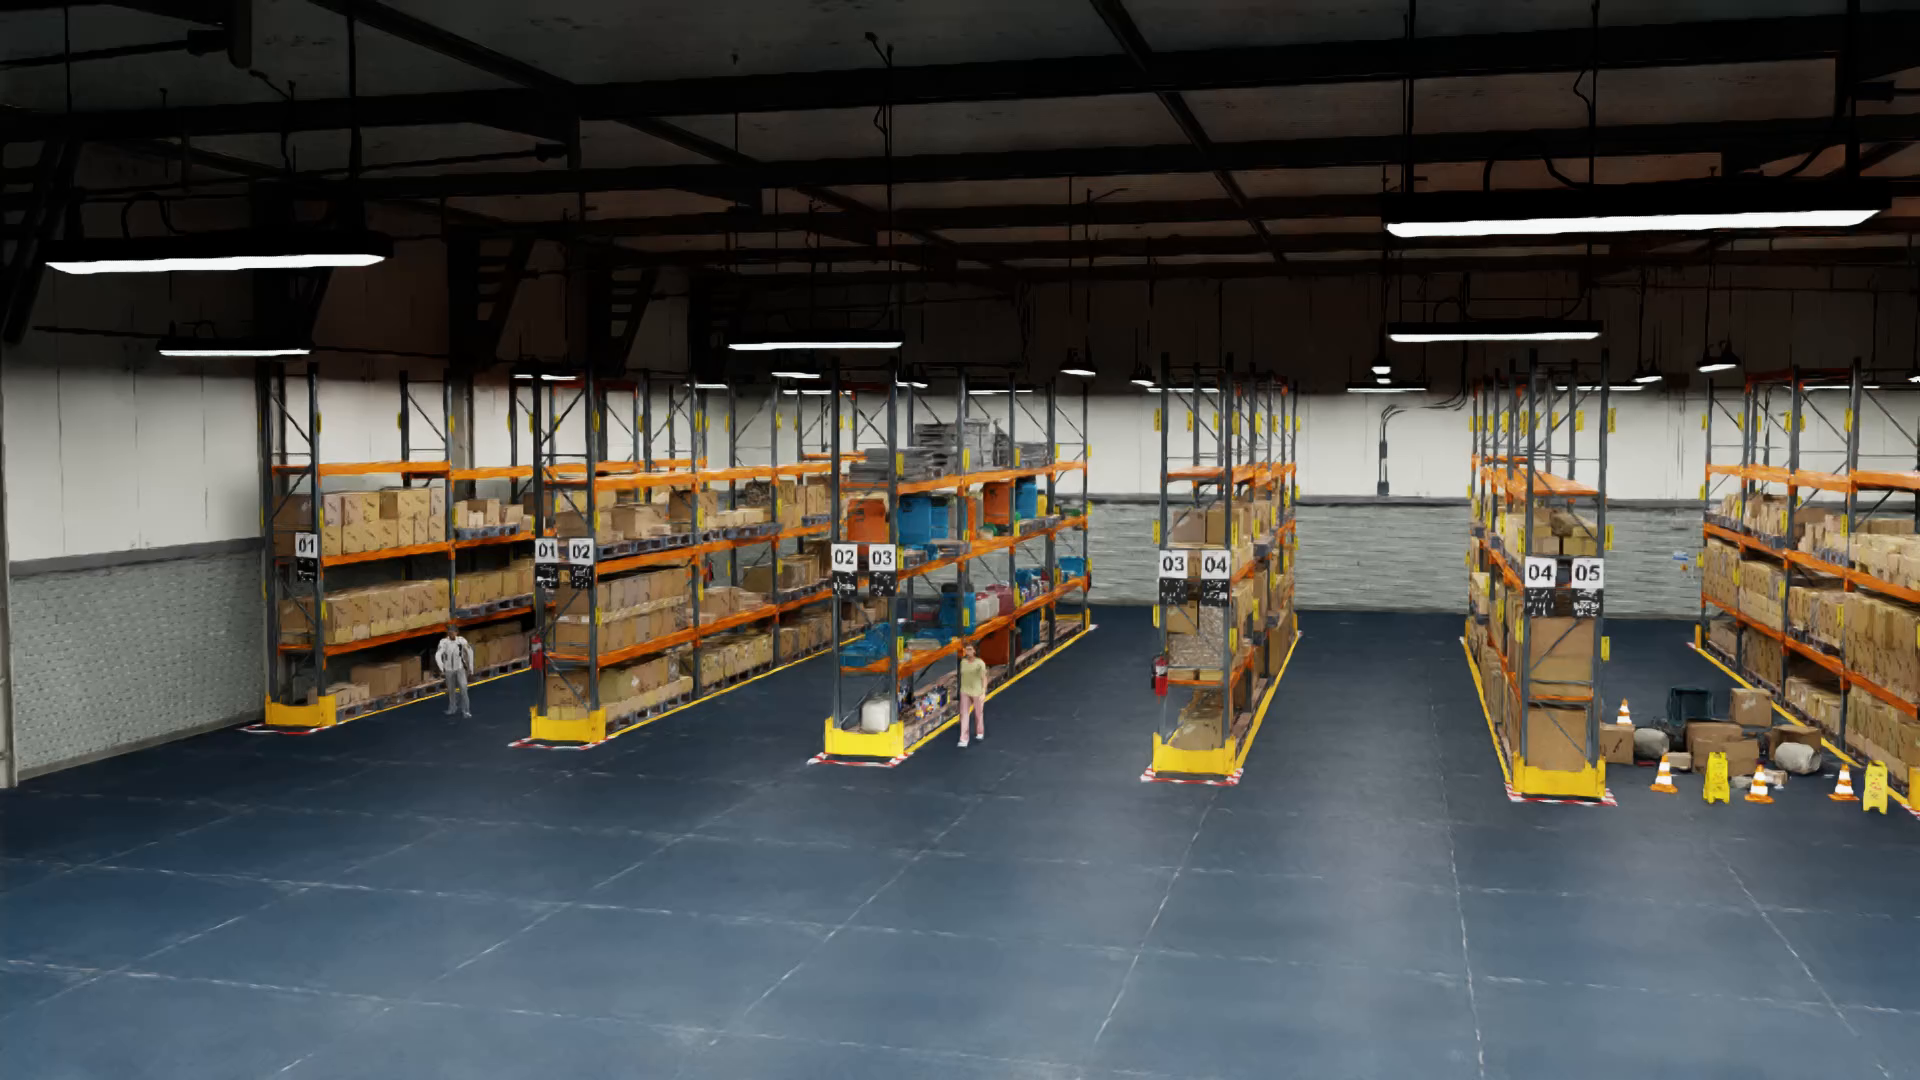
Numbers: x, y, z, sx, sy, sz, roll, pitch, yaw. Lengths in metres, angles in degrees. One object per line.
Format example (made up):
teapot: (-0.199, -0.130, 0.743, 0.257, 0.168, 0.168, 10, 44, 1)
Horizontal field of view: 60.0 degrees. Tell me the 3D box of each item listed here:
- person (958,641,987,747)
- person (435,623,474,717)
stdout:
person: (0.203, 2.374, 25.843, 0.458, 1.612, 1.019, 1, 4, 13)
person: (-8.584, 2.198, 28.334, 0.643, 1.612, 0.794, 0, 4, -3)
